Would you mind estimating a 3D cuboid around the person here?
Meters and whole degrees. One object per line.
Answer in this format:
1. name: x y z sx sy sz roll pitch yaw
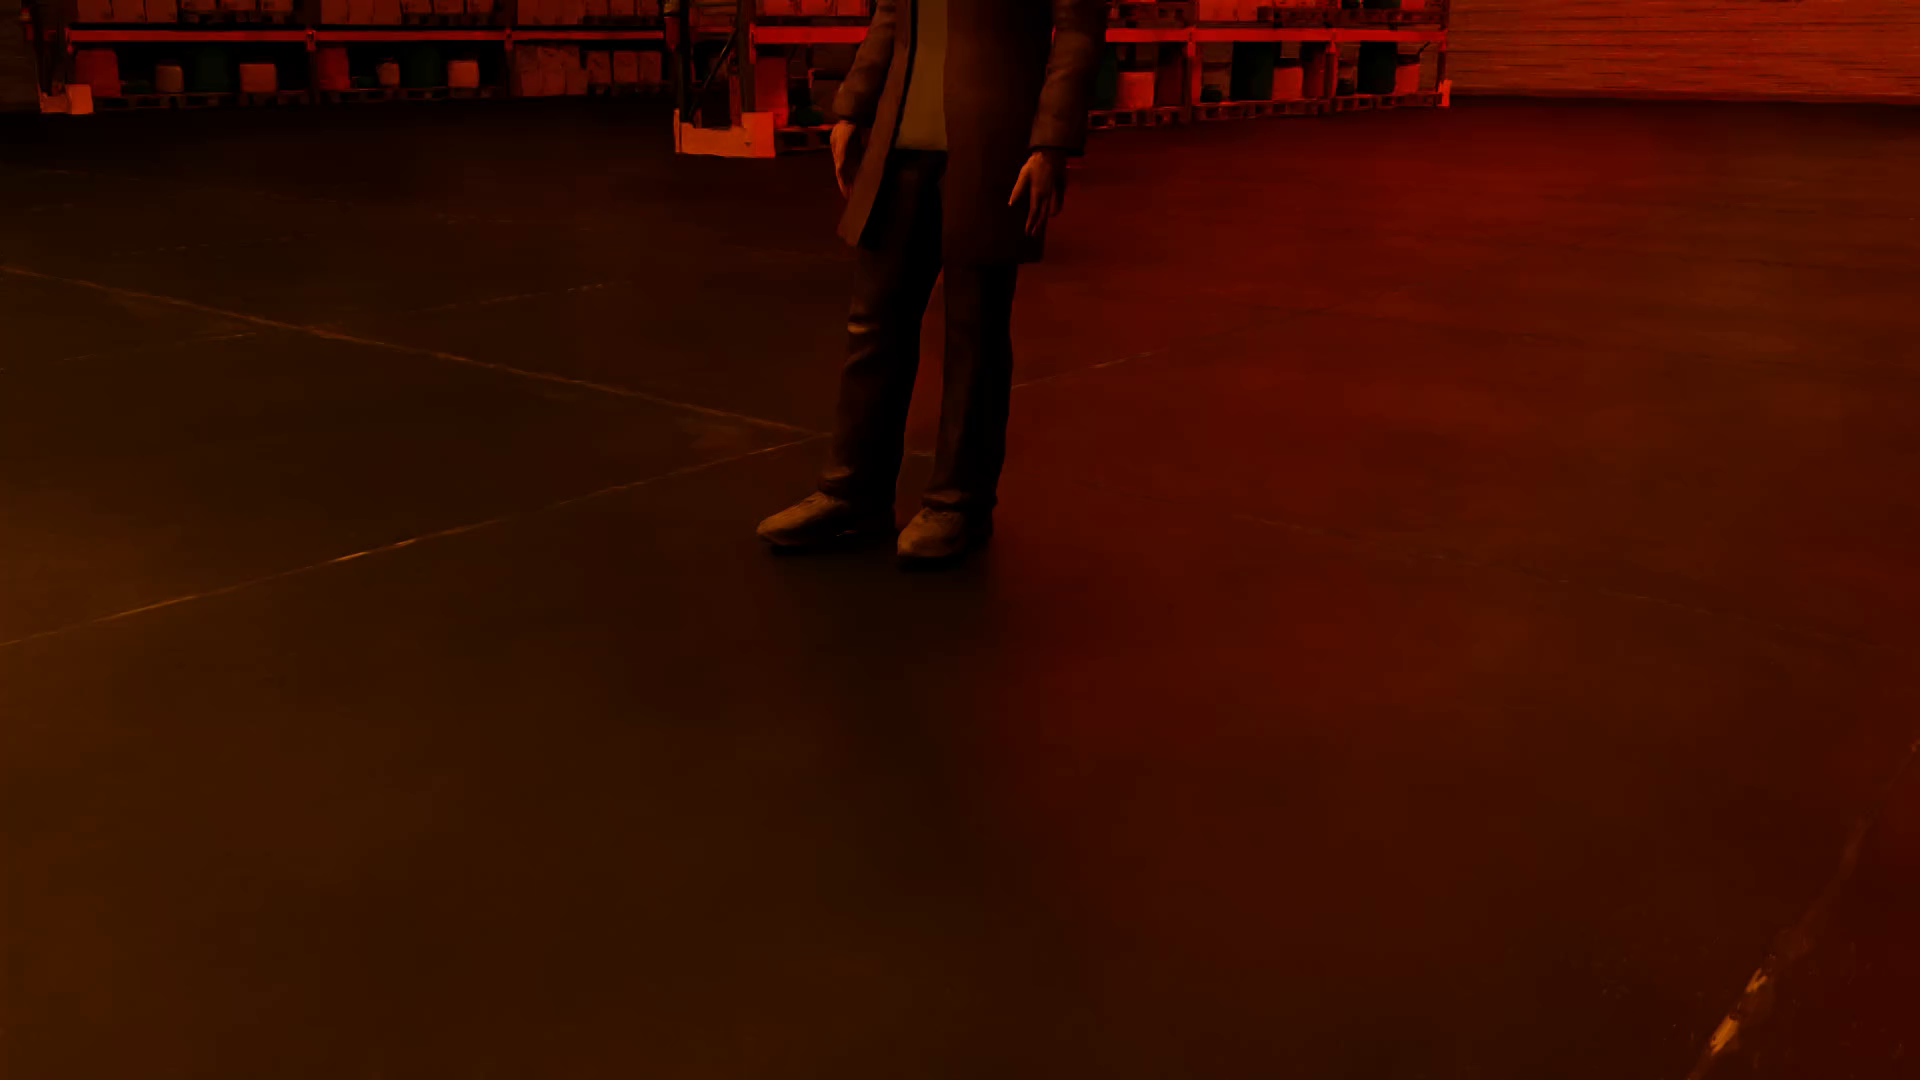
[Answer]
1. person: -0.062 -0.838 3.617 0.694 1.776 0.580 13 21 37
